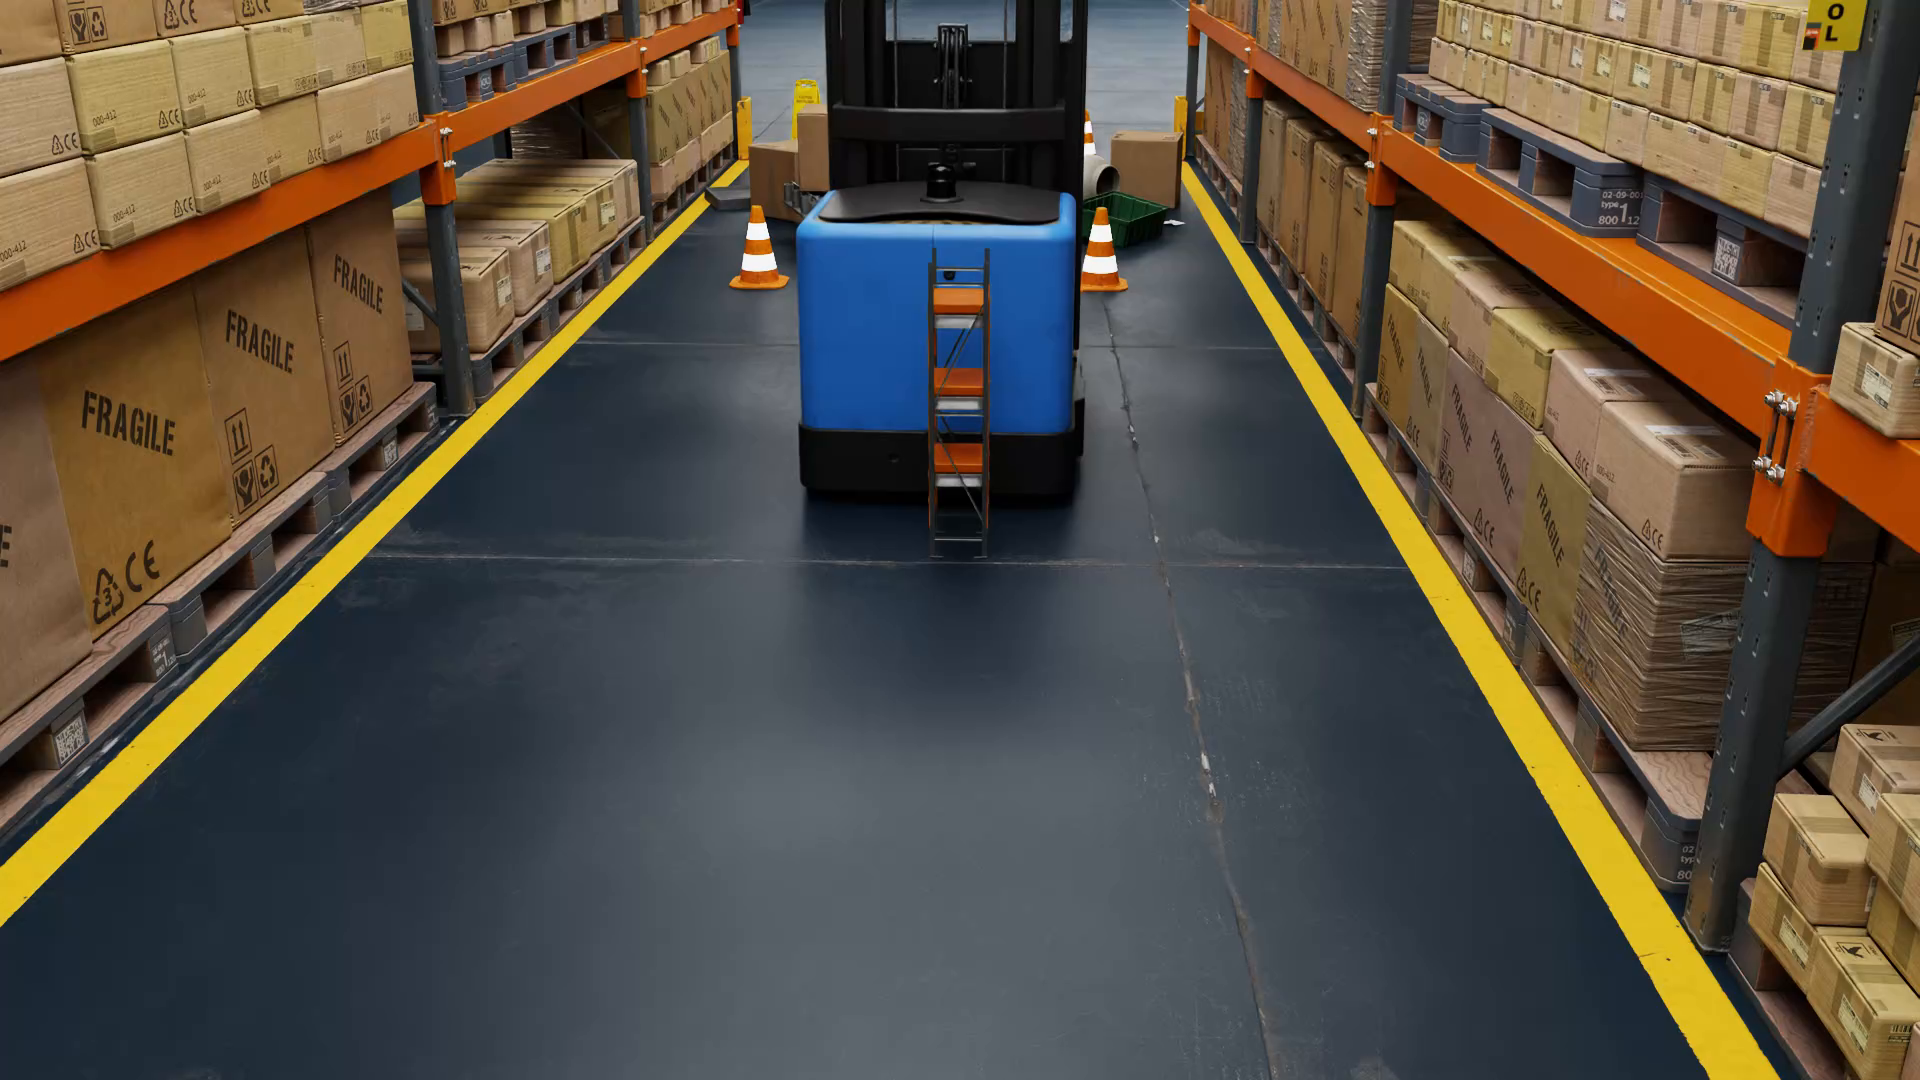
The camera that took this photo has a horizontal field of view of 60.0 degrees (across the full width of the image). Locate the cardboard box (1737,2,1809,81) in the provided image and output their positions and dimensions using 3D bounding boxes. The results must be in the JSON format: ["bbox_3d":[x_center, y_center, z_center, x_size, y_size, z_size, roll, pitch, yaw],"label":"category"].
[{"bbox_3d":[1.963,-1.099,3.660,0.380,0.149,0.250,0,21,0],"label":"cardboard box"}]

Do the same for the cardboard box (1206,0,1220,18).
[{"bbox_3d":[2.400,-4.373,12.945,0.875,0.550,0.550,1,21,2],"label":"cardboard box"}]

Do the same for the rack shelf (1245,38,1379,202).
[{"bbox_3d":[2.321,-2.333,8.889,1.077,0.370,4.000,1,21,2],"label":"rack shelf"}]

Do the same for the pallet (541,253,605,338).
[{"bbox_3d":[-2.625,-1.386,9.308,1.003,0.211,1.213,1,21,2],"label":"pallet"}]

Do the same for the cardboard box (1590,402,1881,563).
[{"bbox_3d":[1.909,-0.151,4.110,0.500,0.250,0.500,0,21,0],"label":"cardboard box"}]

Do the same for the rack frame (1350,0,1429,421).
[{"bbox_3d":[2.260,-1.945,6.895,1.000,3.000,0.127,1,21,2],"label":"rack frame"}]

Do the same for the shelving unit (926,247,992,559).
[{"bbox_3d":[-0.002,-0.470,5.789,0.215,1.050,0.252,1,21,2],"label":"shelving unit"}]

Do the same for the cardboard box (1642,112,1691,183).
[{"bbox_3d":[1.978,-0.998,4.221,0.380,0.149,0.250,0,21,-1],"label":"cardboard box"}]

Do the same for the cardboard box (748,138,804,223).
[{"bbox_3d":[-1.176,-2.618,12.081,0.500,0.500,0.500,18,27,38],"label":"cardboard box"}]

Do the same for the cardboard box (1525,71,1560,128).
[{"bbox_3d":[2.007,-1.385,5.218,0.380,0.149,0.250,1,21,2],"label":"cardboard box"}]

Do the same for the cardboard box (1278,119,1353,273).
[{"bbox_3d":[2.420,-1.964,9.474,1.050,0.750,0.750,1,21,2],"label":"cardboard box"}]

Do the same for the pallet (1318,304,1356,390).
[{"bbox_3d":[2.360,-0.929,8.132,1.003,0.211,1.213,1,21,2],"label":"pallet"}]

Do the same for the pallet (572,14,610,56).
[{"bbox_3d":[-2.737,-3.045,9.996,1.003,0.211,1.213,1,21,2],"label":"pallet"}]

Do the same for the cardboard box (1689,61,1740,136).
[{"bbox_3d":[1.971,-1.047,3.937,0.380,0.149,0.250,2,21,4],"label":"cardboard box"}]

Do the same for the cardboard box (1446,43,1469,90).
[{"bbox_3d":[2.037,-1.767,6.204,0.380,0.149,0.250,2,21,4],"label":"cardboard box"}]

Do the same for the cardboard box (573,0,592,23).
[{"bbox_3d":[-2.310,-3.018,9.427,0.380,0.149,0.250,1,21,2],"label":"cardboard box"}]

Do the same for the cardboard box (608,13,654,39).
[{"bbox_3d":[-2.239,-3.403,10.999,0.380,0.149,0.250,1,21,1],"label":"cardboard box"}]

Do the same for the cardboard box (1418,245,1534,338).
[{"bbox_3d":[1.982,-0.895,6.028,0.500,0.250,0.500,0,21,1],"label":"cardboard box"}]

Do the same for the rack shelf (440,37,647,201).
[{"bbox_3d":[-2.630,-2.351,8.935,1.077,0.370,4.000,1,21,2],"label":"rack shelf"}]

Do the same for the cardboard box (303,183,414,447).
[{"bbox_3d":[-2.795,-0.919,6.609,0.875,0.875,0.875,0,21,1],"label":"cardboard box"}]

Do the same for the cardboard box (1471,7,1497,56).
[{"bbox_3d":[2.034,-1.795,5.865,0.380,0.149,0.250,0,21,0],"label":"cardboard box"}]

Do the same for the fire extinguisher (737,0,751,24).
[{"bbox_3d":[-1.983,-4.856,14.504,0.296,0.674,0.183,1,21,2],"label":"fire extinguisher"}]

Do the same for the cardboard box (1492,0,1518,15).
[{"bbox_3d":[2.027,-1.855,5.606,0.380,0.149,0.250,0,21,-1],"label":"cardboard box"}]

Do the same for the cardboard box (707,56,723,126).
[{"bbox_3d":[-2.223,-3.638,13.442,0.500,0.500,0.500,1,21,4],"label":"cardboard box"}]

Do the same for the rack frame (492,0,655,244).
[{"bbox_3d":[-2.569,-3.409,10.669,1.000,3.000,0.127,1,21,2],"label":"rack frame"}]

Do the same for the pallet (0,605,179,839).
[{"bbox_3d":[-2.864,0.503,4.440,1.003,0.211,1.213,1,21,2],"label":"pallet"}]

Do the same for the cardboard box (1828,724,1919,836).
[{"bbox_3d":[1.921,0.479,3.185,0.380,0.149,0.250,1,21,4],"label":"cardboard box"}]

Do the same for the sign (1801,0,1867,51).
[{"bbox_3d":[1.584,-1.043,2.971,0.100,0.325,0.005,1,21,2],"label":"sign"}]

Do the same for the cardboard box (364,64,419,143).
[{"bbox_3d":[-2.446,-1.707,6.490,0.500,0.250,0.500,0,21,0],"label":"cardboard box"}]

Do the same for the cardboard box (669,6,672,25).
[{"bbox_3d":[-2.286,-3.777,11.963,0.380,0.149,0.250,1,21,1],"label":"cardboard box"}]

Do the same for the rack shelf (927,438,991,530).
[{"bbox_3d":[-0.002,-0.201,5.894,0.215,0.259,0.240,1,21,2],"label":"rack shelf"}]

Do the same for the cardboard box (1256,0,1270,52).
[{"bbox_3d":[2.097,-3.251,10.122,0.500,0.500,0.500,1,21,2],"label":"cardboard box"}]

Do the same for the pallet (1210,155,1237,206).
[{"bbox_3d":[2.518,-2.808,12.973,1.003,0.211,1.213,1,21,2],"label":"pallet"}]

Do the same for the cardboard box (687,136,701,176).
[{"bbox_3d":[-2.263,-2.919,12.625,0.500,0.250,0.500,0,21,1],"label":"cardboard box"}]

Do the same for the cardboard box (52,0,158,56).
[{"bbox_3d":[-2.506,-1.551,4.359,0.500,0.500,0.500,0,21,0],"label":"cardboard box"}]

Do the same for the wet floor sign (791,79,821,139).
[{"bbox_3d":[-1.372,-3.815,14.969,0.267,0.644,0.232,8,23,20],"label":"wet floor sign"}]

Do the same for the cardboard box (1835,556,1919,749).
[{"bbox_3d":[2.426,0.206,4.225,0.500,0.500,0.500,1,21,4],"label":"cardboard box"}]

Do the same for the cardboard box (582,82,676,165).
[{"bbox_3d":[-2.281,-2.883,11.497,0.500,0.500,0.500,2,21,4],"label":"cardboard box"}]

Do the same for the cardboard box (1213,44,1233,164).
[{"bbox_3d":[2.524,-3.479,13.205,0.875,0.875,0.875,0,21,1],"label":"cardboard box"}]

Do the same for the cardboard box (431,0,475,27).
[{"bbox_3d":[-2.445,-2.504,7.206,0.500,0.500,0.500,0,21,0],"label":"cardboard box"}]

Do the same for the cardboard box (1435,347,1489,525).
[{"bbox_3d":[1.961,-0.355,5.673,0.500,0.500,0.500,0,21,0],"label":"cardboard box"}]

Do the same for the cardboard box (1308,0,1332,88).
[{"bbox_3d":[2.037,-2.519,8.235,0.500,0.500,0.500,0,21,1],"label":"cardboard box"}]

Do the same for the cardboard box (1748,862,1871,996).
[{"bbox_3d":[1.806,0.763,3.278,0.380,0.149,0.250,0,21,-1],"label":"cardboard box"}]

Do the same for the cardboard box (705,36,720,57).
[{"bbox_3d":[-2.155,-3.996,13.467,0.380,0.149,0.250,1,21,3],"label":"cardboard box"}]

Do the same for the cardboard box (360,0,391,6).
[{"bbox_3d":[-2.445,-2.286,6.253,0.500,0.500,0.500,0,21,0],"label":"cardboard box"}]

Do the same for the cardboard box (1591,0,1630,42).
[{"bbox_3d":[1.996,-1.473,4.624,0.380,0.149,0.250,0,21,-1],"label":"cardboard box"}]

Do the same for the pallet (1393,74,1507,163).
[{"bbox_3d":[2.345,-1.597,6.263,1.213,0.211,1.003,1,21,2],"label":"pallet"}]

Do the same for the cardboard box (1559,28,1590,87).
[{"bbox_3d":[2.003,-1.427,4.915,0.380,0.149,0.250,1,21,4],"label":"cardboard box"}]

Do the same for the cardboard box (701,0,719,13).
[{"bbox_3d":[-2.148,-4.322,13.369,0.380,0.149,0.250,1,21,3],"label":"cardboard box"}]

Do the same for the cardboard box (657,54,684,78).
[{"bbox_3d":[-2.203,-3.416,11.973,0.380,0.149,0.250,1,21,4],"label":"cardboard box"}]

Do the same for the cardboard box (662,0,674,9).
[{"bbox_3d":[-2.285,-3.932,11.468,0.500,0.500,0.500,1,21,1],"label":"cardboard box"}]

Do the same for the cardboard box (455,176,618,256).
[{"bbox_3d":[-2.601,-1.930,9.909,0.950,0.372,0.625,2,21,5],"label":"cardboard box"}]

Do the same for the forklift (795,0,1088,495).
[{"bbox_3d":[0.002,-2.024,7.194,1.130,2.935,3.031,1,21,4],"label":"forklift"}]

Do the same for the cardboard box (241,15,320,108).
[{"bbox_3d":[-2.458,-1.578,5.464,0.500,0.250,0.500,0,21,0],"label":"cardboard box"}]

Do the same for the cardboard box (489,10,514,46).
[{"bbox_3d":[-2.369,-2.457,7.981,0.380,0.149,0.250,1,21,2],"label":"cardboard box"}]

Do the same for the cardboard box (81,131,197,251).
[{"bbox_3d":[-2.489,-0.975,4.603,0.500,0.250,0.500,0,21,1],"label":"cardboard box"}]
